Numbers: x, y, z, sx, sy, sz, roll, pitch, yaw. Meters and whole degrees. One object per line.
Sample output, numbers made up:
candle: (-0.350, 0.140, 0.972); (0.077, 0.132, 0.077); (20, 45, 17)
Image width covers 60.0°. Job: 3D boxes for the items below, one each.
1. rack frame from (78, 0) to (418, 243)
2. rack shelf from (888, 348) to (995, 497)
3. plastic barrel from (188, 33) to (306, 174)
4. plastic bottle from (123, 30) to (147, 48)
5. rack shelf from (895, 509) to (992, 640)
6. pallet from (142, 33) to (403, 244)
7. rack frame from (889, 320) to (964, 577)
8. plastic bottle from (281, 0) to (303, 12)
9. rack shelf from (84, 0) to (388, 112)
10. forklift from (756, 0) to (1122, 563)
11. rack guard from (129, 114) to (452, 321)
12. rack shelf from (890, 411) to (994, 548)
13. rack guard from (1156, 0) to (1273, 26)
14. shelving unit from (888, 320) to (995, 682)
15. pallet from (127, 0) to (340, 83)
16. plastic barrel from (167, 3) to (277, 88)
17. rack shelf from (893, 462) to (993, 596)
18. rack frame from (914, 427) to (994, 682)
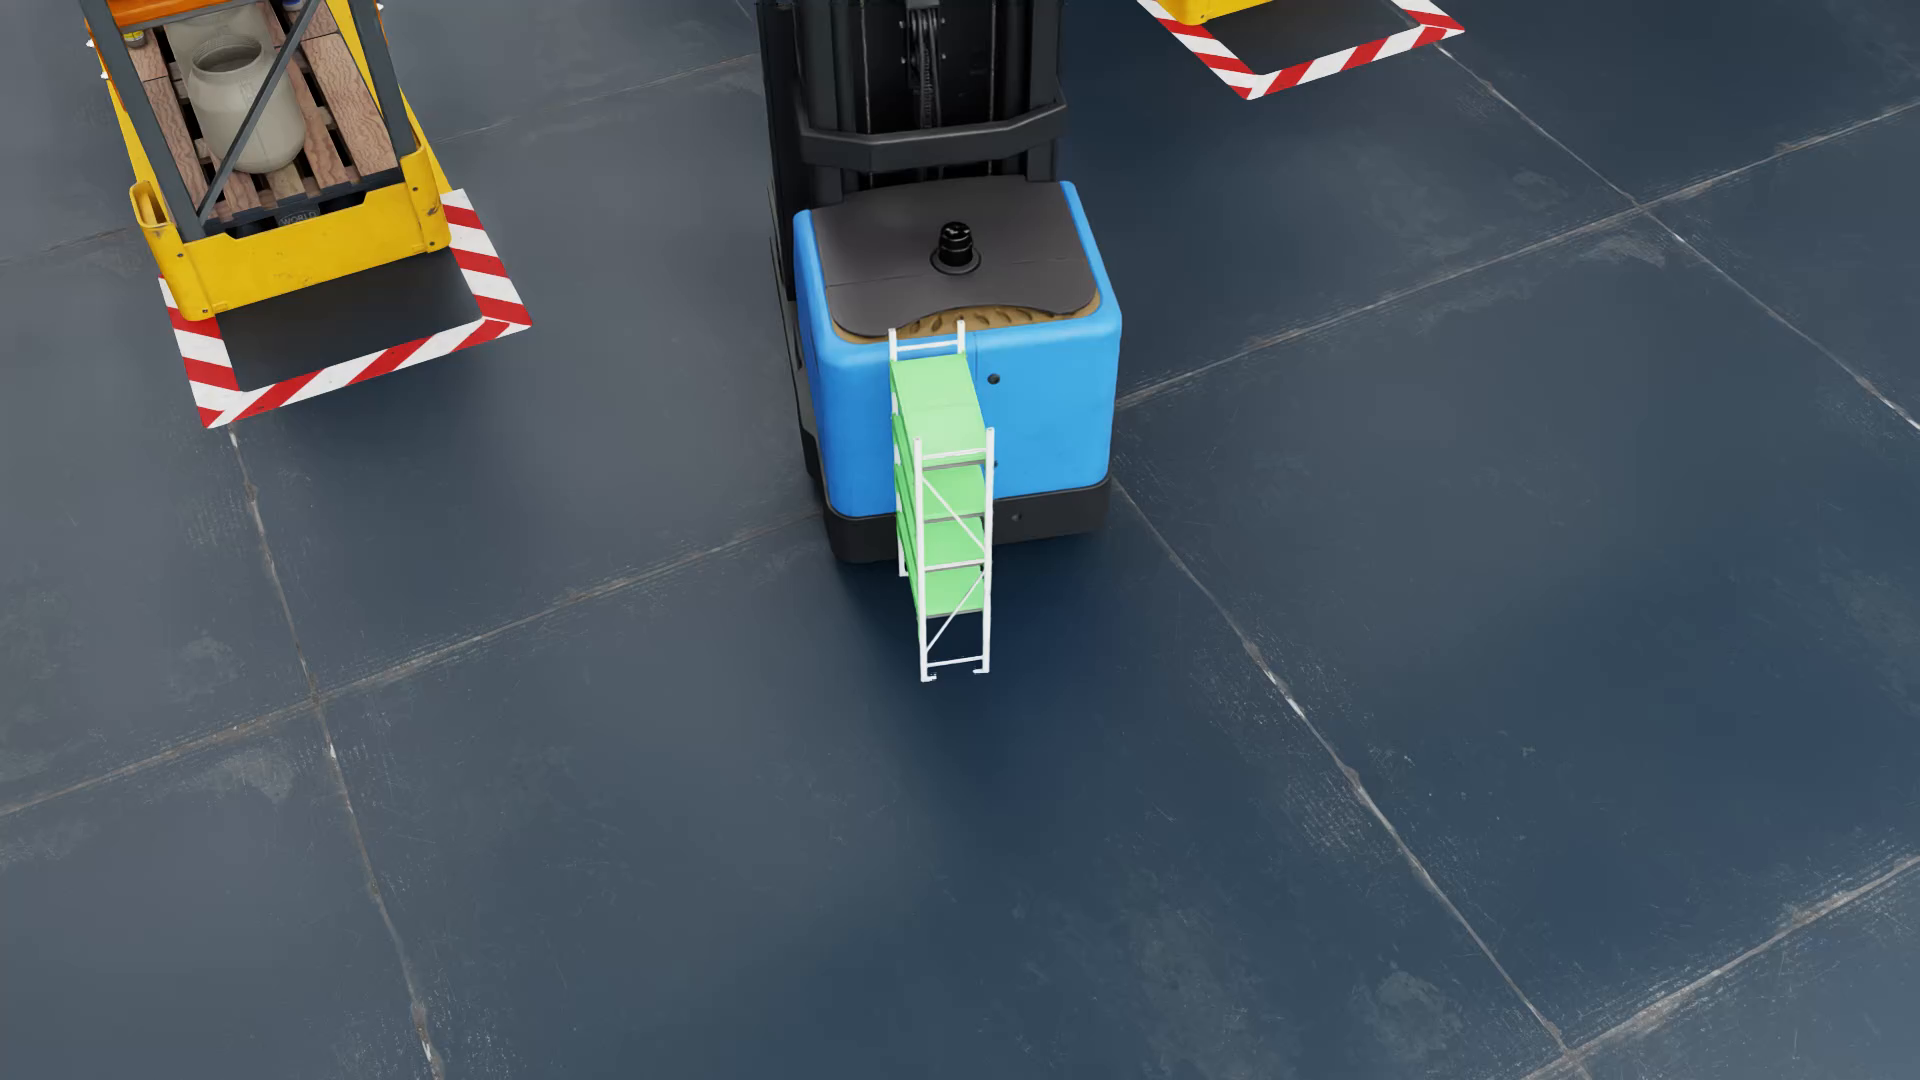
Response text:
rack frame: (-2.768, -2.181, 6.164); (1.000, 3.000, 0.127); (-21, 52, -18)
rack shelf: (-0.062, -0.374, 5.227); (0.258, 0.148, 0.480); (-8, 49, -7)
plastic barrel: (-3.137, -1.914, 7.305); (0.421, 0.512, 0.421); (0, 49, 0)
plastic bottle: (-3.998, -2.482, 7.995); (0.097, 0.201, 0.097); (0, 49, 0)
rack shelf: (-0.061, 0.100, 5.769); (0.258, 0.148, 0.480); (-8, 49, -7)
pallet: (-3.211, -1.843, 7.721); (1.003, 0.211, 1.213); (-21, 52, -18)
rack frame: (-0.105, -0.281, 5.698); (0.240, 1.200, 0.015); (-8, 49, -7)
plastic bottle: (-3.320, -2.748, 8.181); (0.097, 0.271, 0.097); (0, 49, 0)
rack shelf: (-3.683, -3.282, 7.606); (1.077, 0.370, 4.000); (-21, 52, -18)
forklift: (-0.214, -2.011, 6.061); (1.130, 2.935, 3.031); (-8, 49, -7)
rack guard: (-2.844, -1.392, 7.136); (1.175, 0.500, 0.348); (-21, 52, -18)
rack shelf: (-0.062, -0.216, 5.408); (0.258, 0.148, 0.480); (-8, 49, -7)
rack guard: (1.602, -3.114, 8.642); (1.175, 0.500, 0.348); (-21, 52, -18)
shelving unit: (-0.061, -0.100, 5.540); (0.258, 1.200, 0.503); (-8, 49, -7)
pallet: (-3.765, -2.658, 8.435); (1.003, 0.211, 1.213); (-21, 52, -18)
plastic barrel: (-3.366, -2.249, 7.598); (0.421, 0.512, 0.421); (0, 49, 0)
rack shelf: (-0.061, -0.058, 5.588); (0.258, 0.148, 0.480); (-8, 49, -7)
rack frame: (-0.018, 0.081, 5.382); (0.240, 1.200, 0.015); (-8, 49, -7)
